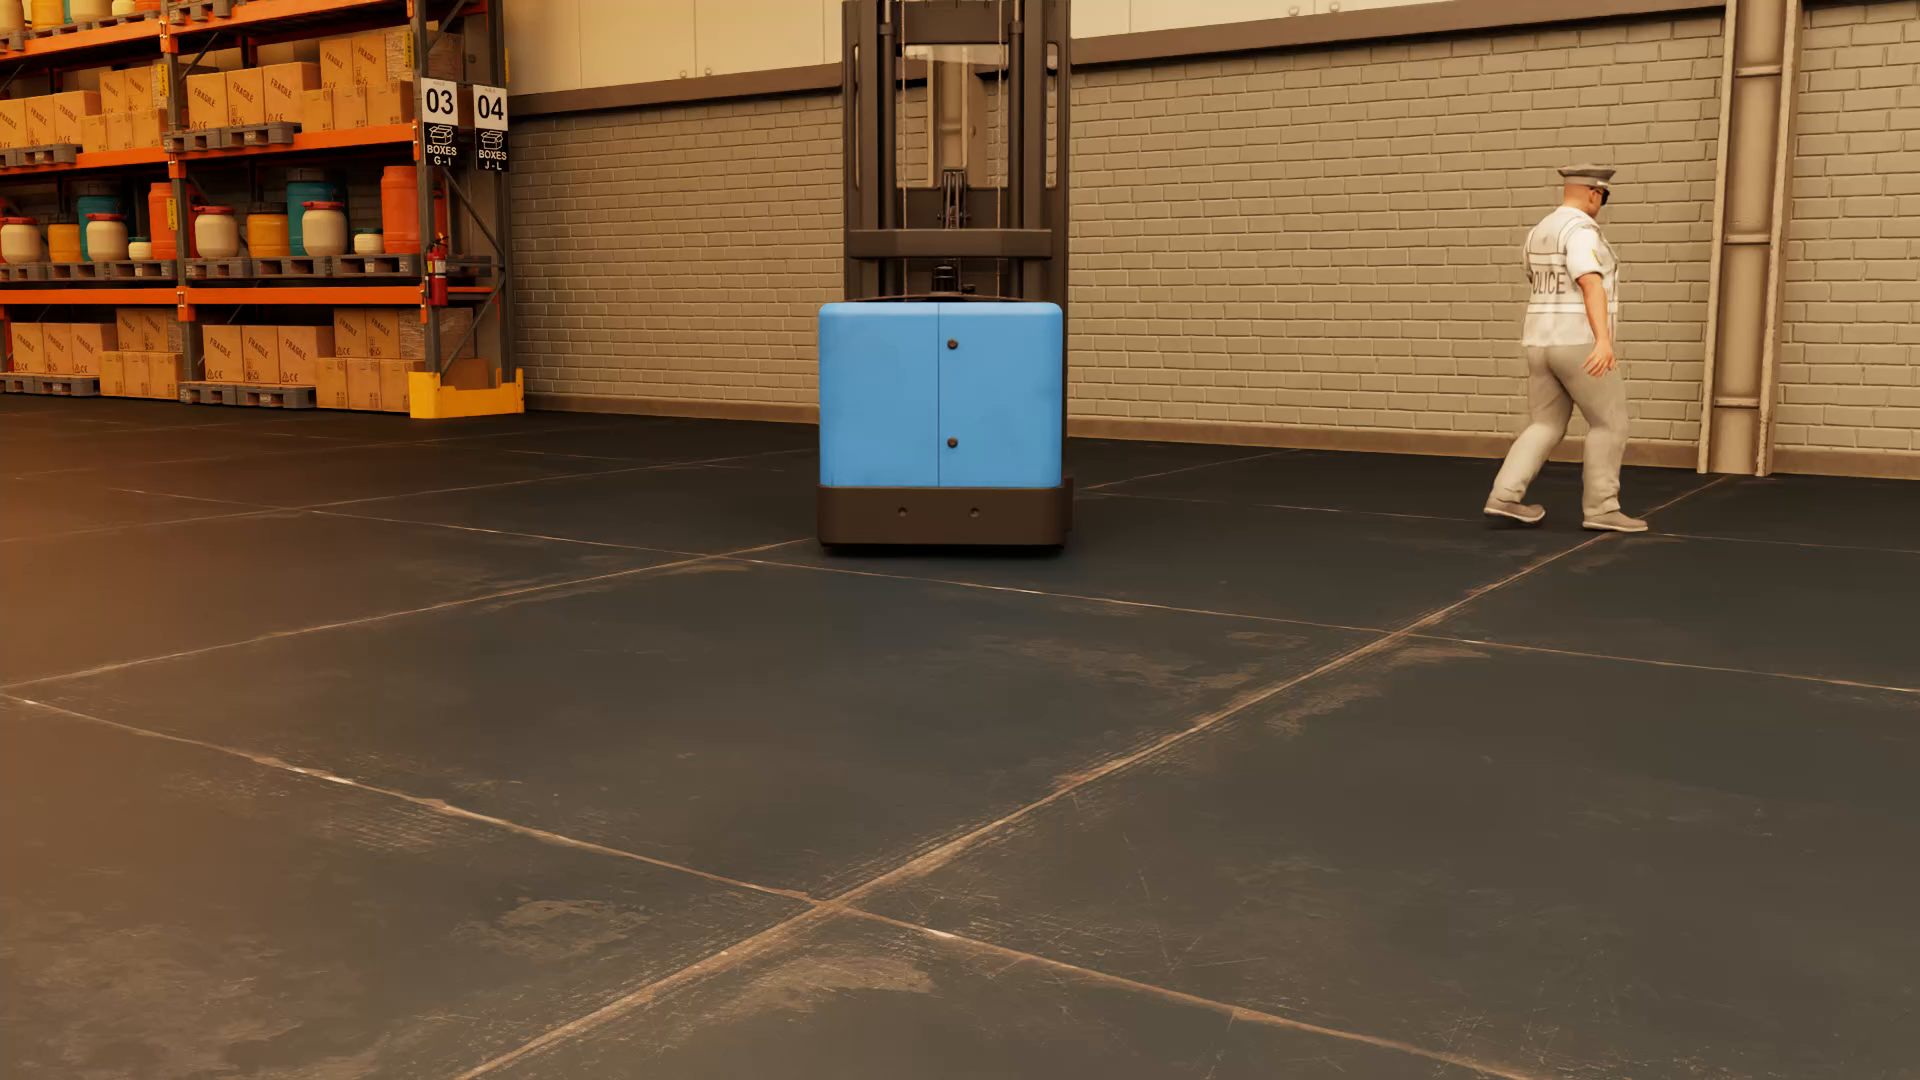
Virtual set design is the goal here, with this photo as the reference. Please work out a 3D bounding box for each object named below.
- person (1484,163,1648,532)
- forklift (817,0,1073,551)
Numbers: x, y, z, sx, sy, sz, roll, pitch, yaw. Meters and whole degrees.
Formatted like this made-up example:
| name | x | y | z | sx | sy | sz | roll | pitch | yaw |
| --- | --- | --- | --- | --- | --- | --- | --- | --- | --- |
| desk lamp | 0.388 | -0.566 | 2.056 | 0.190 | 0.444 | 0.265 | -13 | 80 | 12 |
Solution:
| name | x | y | z | sx | sy | sz | roll | pitch | yaw |
| --- | --- | --- | --- | --- | --- | --- | --- | --- | --- |
| person | 2.934 | -0.898 | 7.856 | 0.758 | 1.728 | 0.967 | -2 | 8 | -13 |
| forklift | -0.002 | -1.574 | 8.261 | 1.130 | 2.935 | 3.031 | 0 | 8 | 3 |
